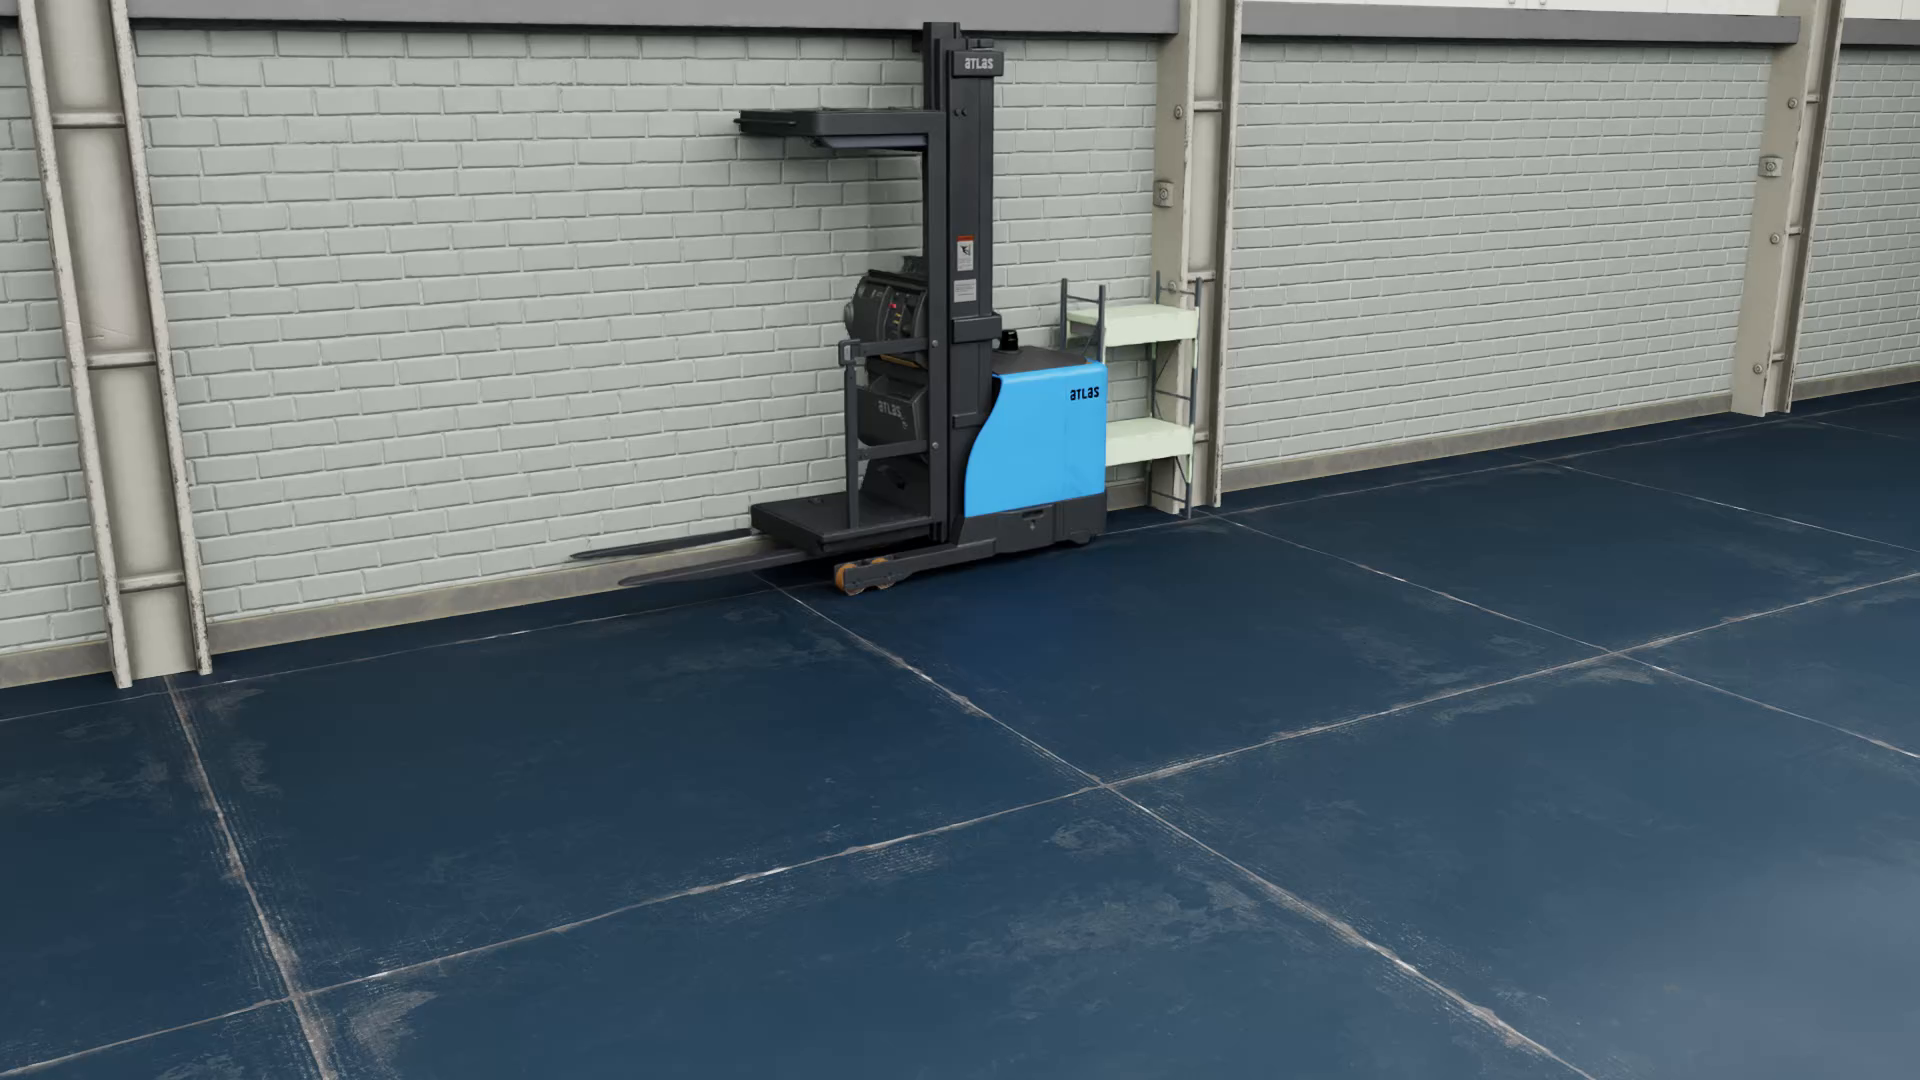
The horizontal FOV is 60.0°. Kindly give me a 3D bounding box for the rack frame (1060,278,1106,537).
[{"bbox_3d":[0.714,-0.789,9.925,0.023,1.500,0.400,-10,19,-32],"label":"rack frame"}]

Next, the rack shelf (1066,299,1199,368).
[{"bbox_3d":[1.023,-1.217,10.014,0.720,0.370,0.431,-10,19,-32],"label":"rack shelf"}]

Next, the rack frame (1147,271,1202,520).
[{"bbox_3d":[1.325,-0.894,10.314,0.023,1.500,0.400,-10,19,-32],"label":"rack frame"}]

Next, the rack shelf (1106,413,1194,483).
[{"bbox_3d":[1.017,-0.528,10.209,0.720,0.370,0.431,-10,19,-32],"label":"rack shelf"}]

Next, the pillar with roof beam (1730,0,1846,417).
[{"bbox_3d":[8.791,-4.396,8.921,0.400,9.000,9.100,-9,18,-30],"label":"pillar with roof beam"}]

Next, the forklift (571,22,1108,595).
[{"bbox_3d":[-0.632,-1.279,9.044,3.031,2.935,1.130,-11,19,-33],"label":"forklift"}]

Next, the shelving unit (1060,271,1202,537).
[{"bbox_3d":[1.020,-0.842,10.120,0.755,1.500,0.431,-10,19,-32],"label":"shelving unit"}]

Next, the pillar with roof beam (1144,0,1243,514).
[{"bbox_3d":[3.647,-3.562,5.946,0.400,9.000,9.100,-9,18,-30],"label":"pillar with roof beam"}]

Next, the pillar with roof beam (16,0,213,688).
[{"bbox_3d":[-1.496,-2.728,2.970,0.400,9.000,9.100,-9,18,-30],"label":"pillar with roof beam"}]
